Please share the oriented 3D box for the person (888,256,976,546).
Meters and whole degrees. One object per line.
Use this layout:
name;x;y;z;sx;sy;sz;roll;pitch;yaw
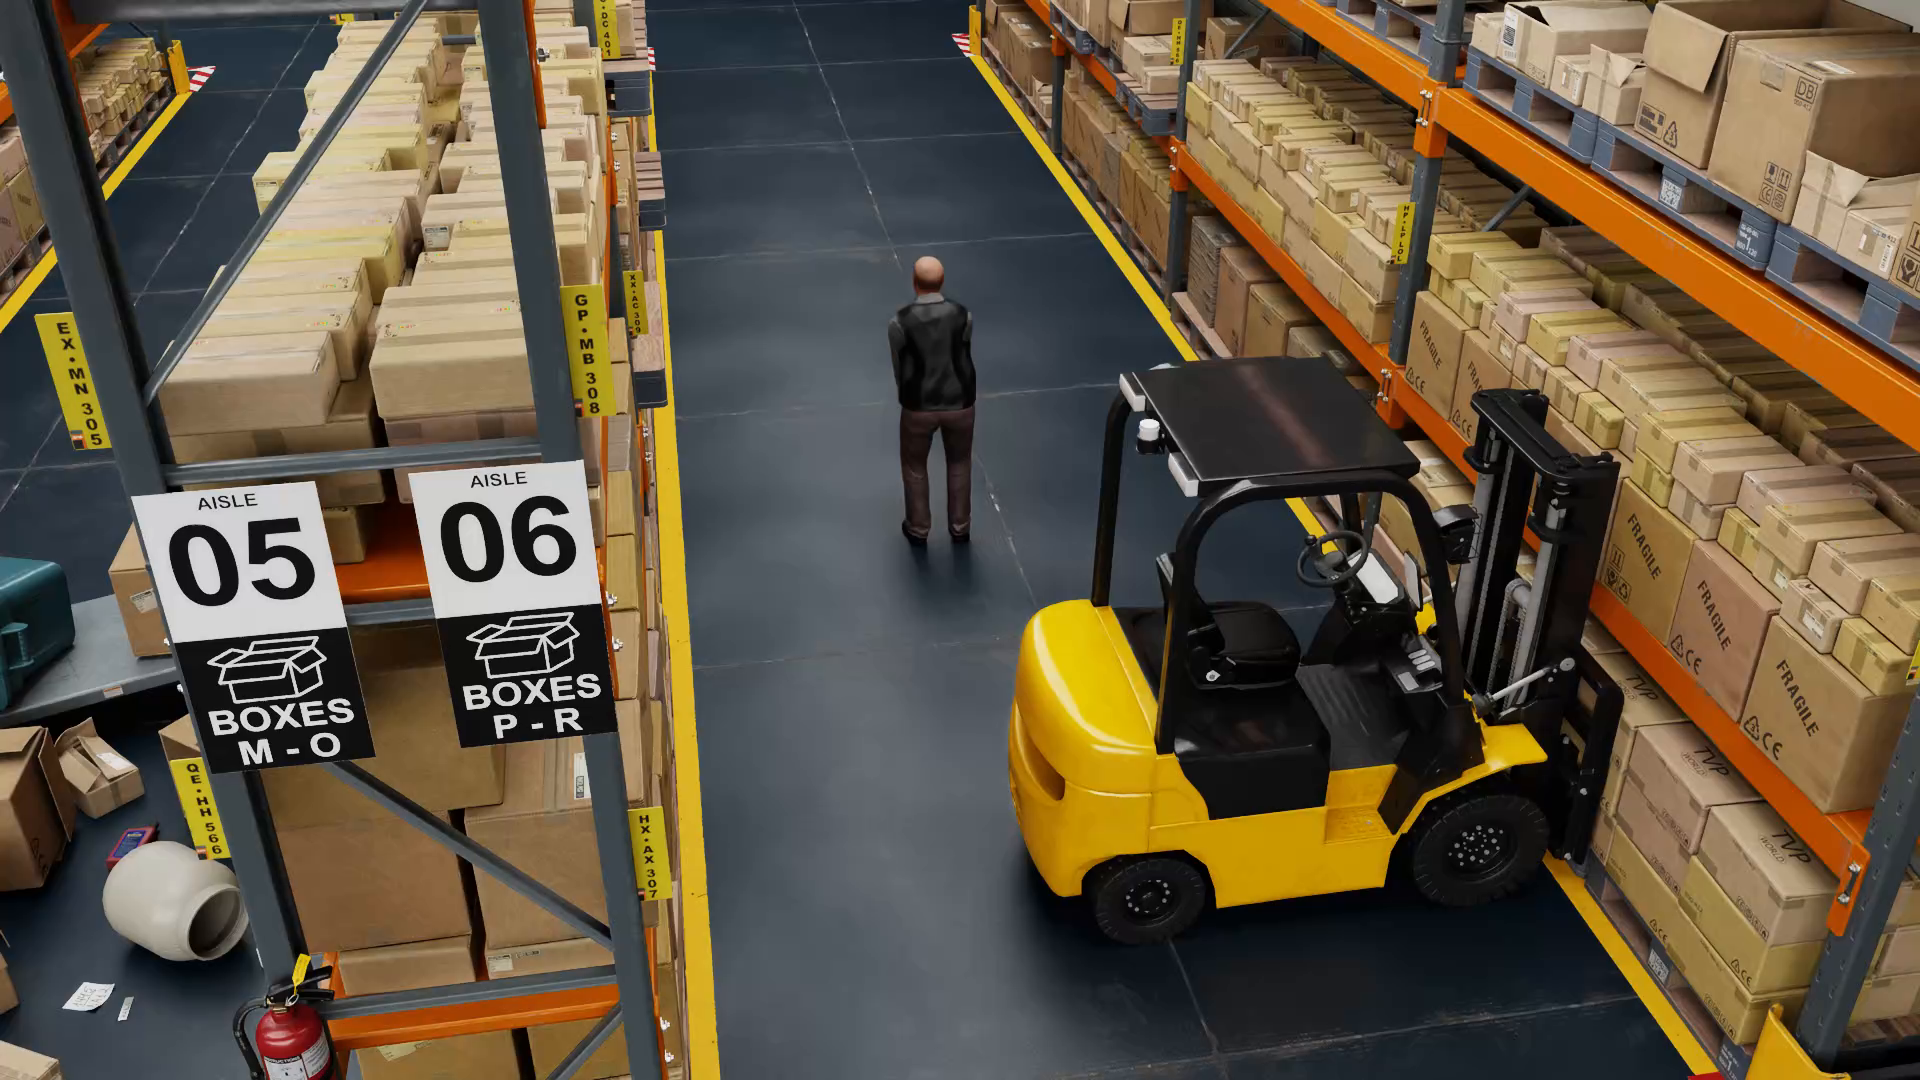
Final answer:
person;-0.164;-0.802;9.550;0.486;1.703;0.581;-6;31;-10
